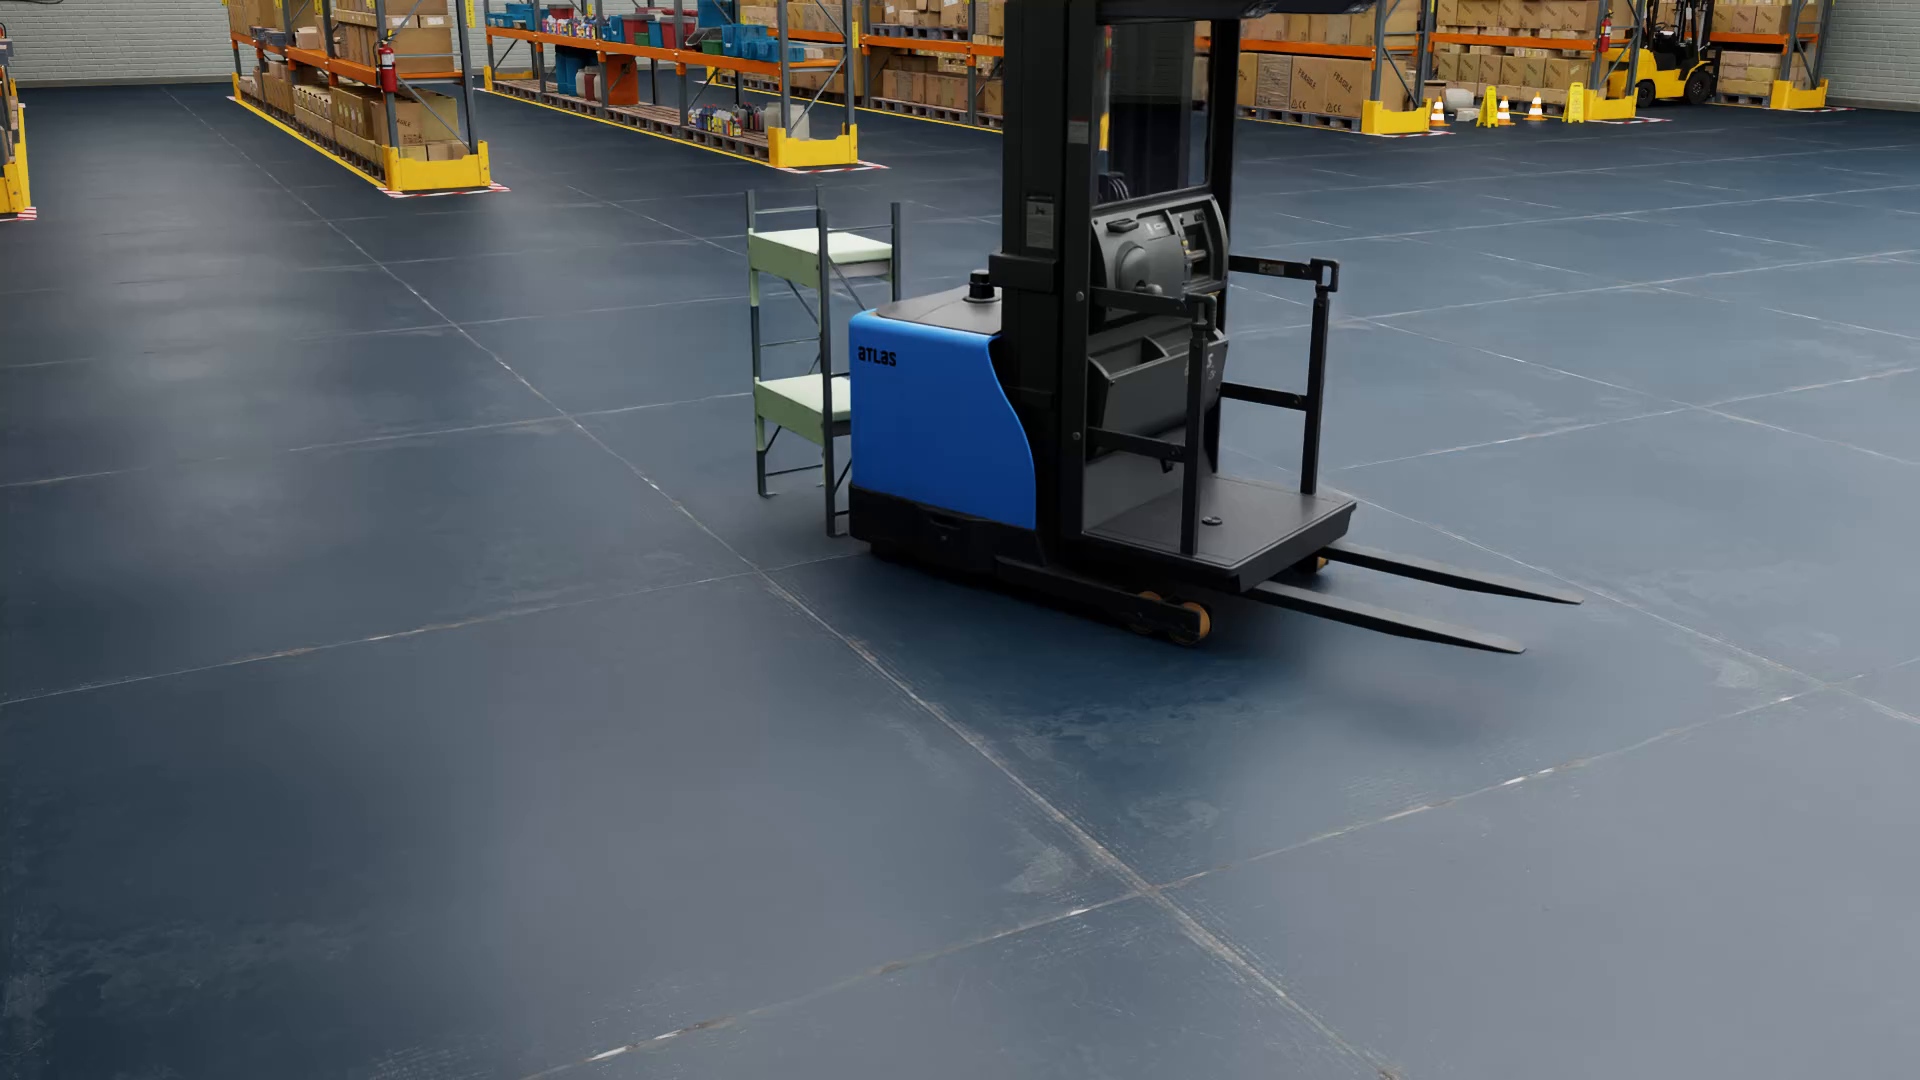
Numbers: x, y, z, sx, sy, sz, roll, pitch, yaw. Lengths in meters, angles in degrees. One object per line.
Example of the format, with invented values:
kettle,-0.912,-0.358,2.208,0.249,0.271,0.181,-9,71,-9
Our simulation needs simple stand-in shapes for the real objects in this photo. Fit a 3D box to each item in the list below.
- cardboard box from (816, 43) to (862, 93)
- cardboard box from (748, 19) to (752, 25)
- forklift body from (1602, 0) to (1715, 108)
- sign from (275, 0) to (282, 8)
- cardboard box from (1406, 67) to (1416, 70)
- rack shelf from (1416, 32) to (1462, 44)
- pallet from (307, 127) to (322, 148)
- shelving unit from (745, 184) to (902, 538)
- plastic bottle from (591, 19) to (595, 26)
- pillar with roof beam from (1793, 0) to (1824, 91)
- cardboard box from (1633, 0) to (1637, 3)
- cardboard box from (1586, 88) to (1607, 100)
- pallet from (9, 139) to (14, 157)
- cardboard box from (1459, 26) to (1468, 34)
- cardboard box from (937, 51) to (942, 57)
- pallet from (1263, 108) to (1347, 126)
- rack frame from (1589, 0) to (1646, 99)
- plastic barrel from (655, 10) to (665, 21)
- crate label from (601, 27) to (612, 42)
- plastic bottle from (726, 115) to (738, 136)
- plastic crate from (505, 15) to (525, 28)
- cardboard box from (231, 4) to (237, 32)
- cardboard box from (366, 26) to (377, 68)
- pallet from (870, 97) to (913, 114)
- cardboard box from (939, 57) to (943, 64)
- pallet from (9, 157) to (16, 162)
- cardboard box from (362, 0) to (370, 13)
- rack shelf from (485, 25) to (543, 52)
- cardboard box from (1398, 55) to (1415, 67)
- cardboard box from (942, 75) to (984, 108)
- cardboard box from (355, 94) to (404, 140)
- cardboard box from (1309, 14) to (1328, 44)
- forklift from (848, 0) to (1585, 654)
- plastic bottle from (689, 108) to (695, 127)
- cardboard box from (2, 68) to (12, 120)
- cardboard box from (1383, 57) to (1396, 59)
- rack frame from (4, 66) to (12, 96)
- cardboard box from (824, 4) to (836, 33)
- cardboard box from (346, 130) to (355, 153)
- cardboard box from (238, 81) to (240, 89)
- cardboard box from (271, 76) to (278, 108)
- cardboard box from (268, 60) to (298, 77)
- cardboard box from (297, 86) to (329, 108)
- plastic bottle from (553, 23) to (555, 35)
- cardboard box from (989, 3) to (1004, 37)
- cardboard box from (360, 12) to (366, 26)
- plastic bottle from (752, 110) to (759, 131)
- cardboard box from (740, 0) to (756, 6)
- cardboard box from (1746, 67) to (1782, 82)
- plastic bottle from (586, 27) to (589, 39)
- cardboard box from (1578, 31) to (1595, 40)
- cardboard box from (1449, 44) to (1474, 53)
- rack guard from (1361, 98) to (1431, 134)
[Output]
cardboard box,-2.034,-9.124,32.088,1.225,0.875,0.875,-10,21,-26
cardboard box,-4.251,-10.907,35.026,0.380,0.149,0.250,-10,22,-28
forklift body,13.073,-9.341,31.403,2.313,2.155,1.214,-10,21,-27
sign,-10.501,-8.361,25.611,0.100,0.325,0.005,-10,21,-27
cardboard box,8.717,-9.171,32.994,0.950,0.372,0.625,-9,21,-23
rack shelf,8.363,-10.092,33.384,1.077,0.370,4.000,-10,21,-27
pallet,-9.096,-6.028,24.777,1.003,0.211,1.213,-10,21,-27
shelving unit,-0.634,-0.859,7.821,0.431,1.500,0.755,-12,22,-30
plastic bottle,-6.719,-9.416,30.517,0.097,0.271,0.097,0,19,0
pillar with roof beam,12.252,-11.989,28.579,9.100,9.000,0.400,-10,21,-27
cardboard box,13.599,-10.850,33.328,0.380,0.149,0.250,-10,22,-28
cardboard box,11.072,-7.883,29.450,0.500,0.250,0.500,-10,21,-27
pallet,-13.441,-5.277,22.602,1.003,0.211,1.213,-10,21,-27
cardboard box,9.498,-9.463,30.843,0.380,0.149,0.250,-10,21,-27
cardboard box,-0.310,-11.225,38.379,0.380,0.149,0.250,-11,22,-29
pallet,5.880,-7.163,28.067,1.003,0.211,1.213,-10,21,-27
rack frame,11.212,-8.710,28.275,1.000,3.000,0.127,-10,21,-27
plastic barrel,-4.791,-8.374,27.130,0.421,0.512,0.421,0,19,0
crate label,-5.797,-8.446,27.767,0.303,0.233,0.416,-10,21,-27
plastic bottle,-3.222,-5.864,23.529,0.152,0.276,0.135,-10,21,-26
plastic crate,-8.871,-10.364,33.233,0.416,0.233,0.300,-10,21,-27
cardboard box,-13.599,-9.967,31.763,0.500,0.500,0.500,-10,22,-27
cardboard box,-6.924,-6.118,20.611,0.700,0.500,0.500,-10,21,-26
pallet,-0.939,-7.929,30.286,1.003,0.211,1.213,-10,21,-27
cardboard box,-0.370,-11.074,38.397,0.380,0.149,0.250,-9,21,-25
pallet,-12.137,-4.516,20.396,1.003,0.211,1.213,-10,21,-27
cardboard box,-6.960,-6.748,20.447,0.700,0.500,0.500,-10,21,-26
rack shelf,-8.516,-10.087,33.367,1.077,0.370,4.000,-10,21,-27
cardboard box,10.647,-11.323,39.035,0.500,0.500,0.500,-11,22,-29
cardboard box,0.109,-7.669,28.416,0.700,0.500,0.500,-10,21,-27
cardboard box,-7.234,-5.288,20.778,0.500,0.500,0.500,-10,21,-27
cardboard box,6.252,-8.419,27.203,0.875,0.550,0.550,-10,21,-27
forklift,0.973,-1.171,6.532,3.031,2.935,1.130,14,24,36
plastic bottle,-4.002,-6.315,24.842,0.097,0.271,0.097,0,19,0
cardboard box,-15.030,-6.836,25.496,0.750,0.750,0.750,-10,21,-27
cardboard box,7.760,-8.750,31.063,0.500,0.500,0.500,-10,21,-27
rack frame,-18.185,-9.466,30.467,1.000,3.000,0.127,-10,21,-27
cardboard box,-2.242,-9.915,31.613,0.500,0.500,0.500,-11,22,-28
cardboard box,-7.710,-5.220,21.732,0.500,0.250,0.500,-10,21,-27
cardboard box,-13.931,-8.922,32.584,0.380,0.149,0.250,-10,21,-27
cardboard box,-11.419,-7.640,28.332,0.500,0.500,0.500,-10,21,-26
cardboard box,-11.438,-8.004,28.236,0.500,0.250,0.500,-10,21,-27
cardboard box,-9.781,-6.757,25.326,0.500,0.311,0.500,-11,22,-28
plastic bottle,-7.431,-9.396,30.568,0.097,0.201,0.097,0,19,0
cardboard box,0.957,-8.223,26.255,0.875,0.500,0.500,-10,21,-27
cardboard box,-7.195,-6.447,20.569,0.380,0.149,0.250,-9,21,-25
plastic bottle,-2.984,-6.128,24.282,0.061,0.283,0.133,-10,21,-27
cardboard box,-4.628,-11.721,35.626,0.500,0.500,0.500,-11,22,-28
cardboard box,15.072,-8.706,31.069,0.500,0.250,0.500,-10,22,-27
plastic bottle,-6.429,-8.791,28.813,0.097,0.201,0.097,0,19,0
cardboard box,10.846,-8.666,28.531,0.380,0.149,0.250,-9,21,-25
cardboard box,9.362,-9.162,31.011,0.380,0.149,0.250,-10,21,-26
rack guard,6.915,-6.726,26.356,1.175,0.500,0.348,-10,21,-27
